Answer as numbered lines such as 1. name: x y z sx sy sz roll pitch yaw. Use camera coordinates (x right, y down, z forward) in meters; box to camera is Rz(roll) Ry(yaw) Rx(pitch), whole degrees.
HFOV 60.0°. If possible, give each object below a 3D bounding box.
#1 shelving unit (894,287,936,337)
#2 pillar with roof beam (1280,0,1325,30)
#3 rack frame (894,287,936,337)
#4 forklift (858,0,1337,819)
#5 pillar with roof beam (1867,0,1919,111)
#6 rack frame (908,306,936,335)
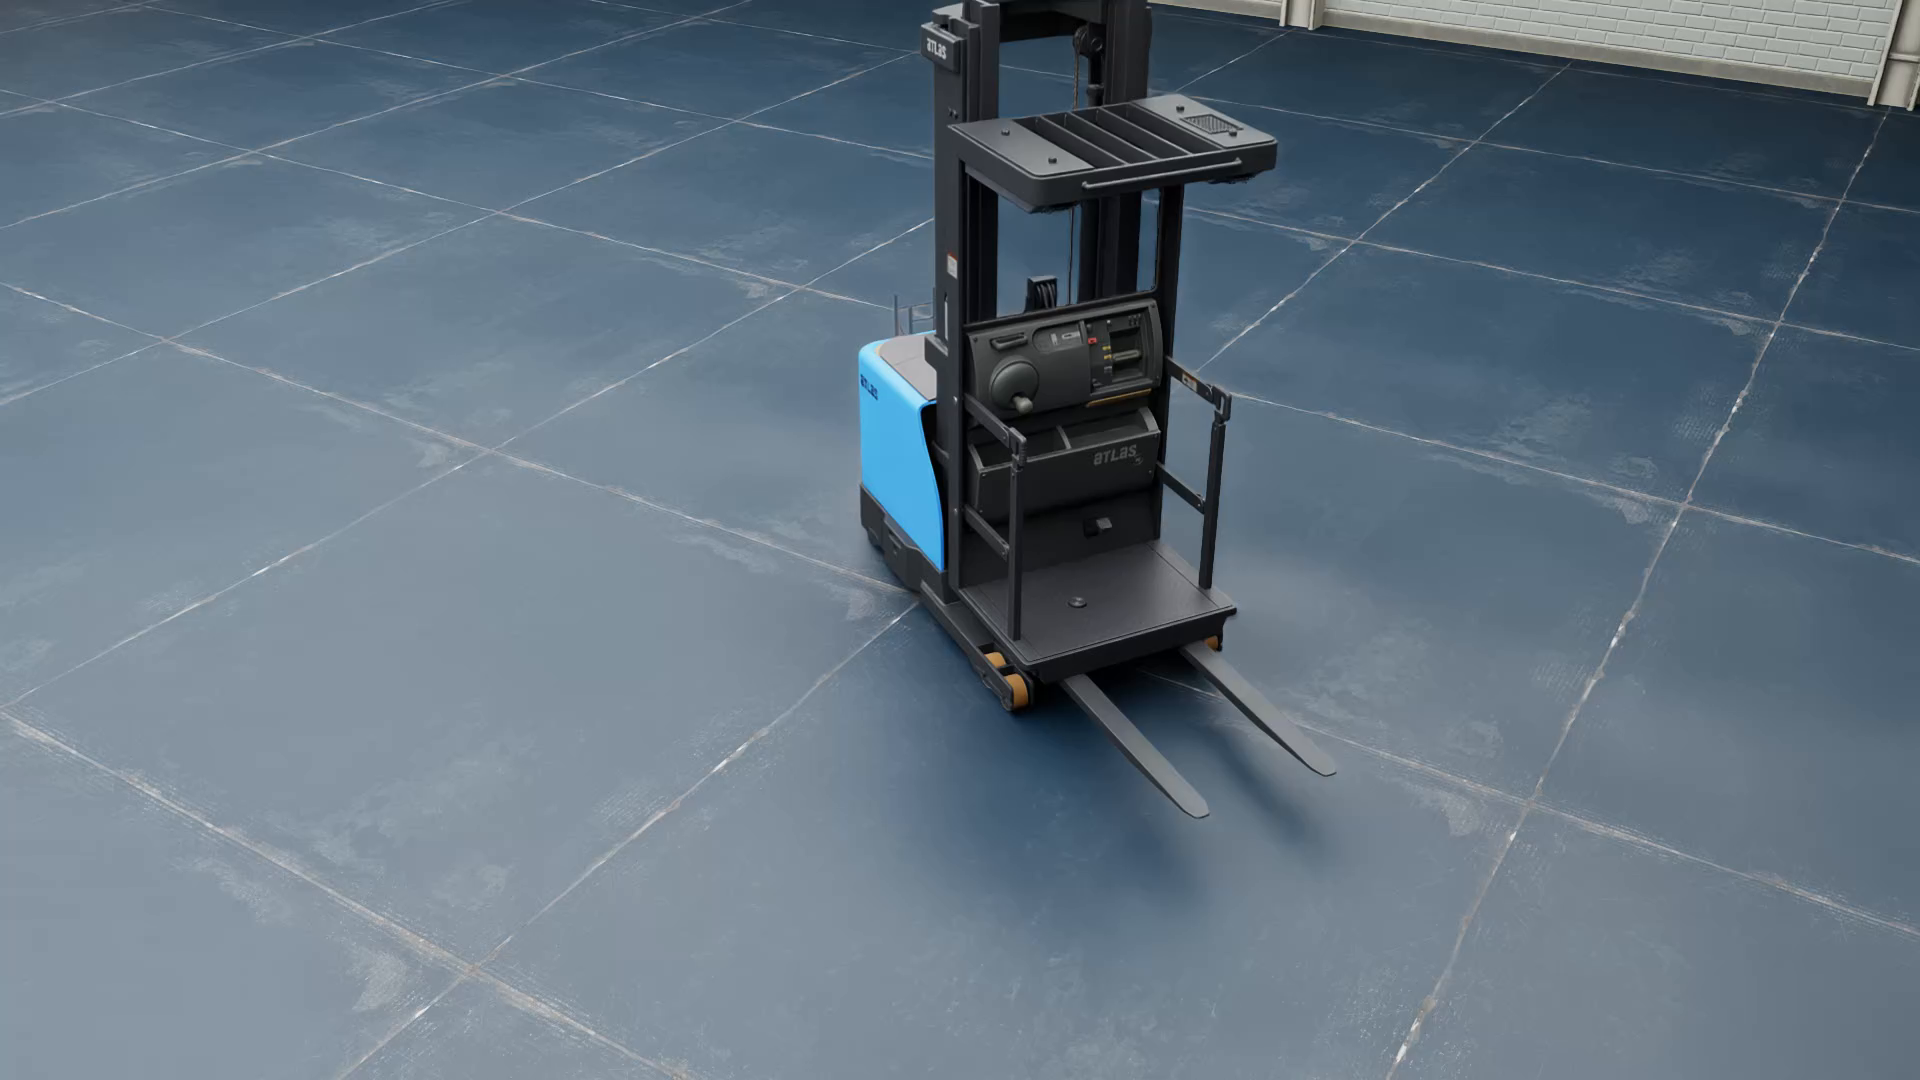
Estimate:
1. shelving unit: -0.192 -0.723 8.799 0.258 1.200 0.189 -14 33 -22
2. pillar with roof beam: 1.538 -7.826 13.234 0.400 9.000 9.100 18 35 27
3. rack frame: -0.232 -0.765 8.870 0.240 1.200 0.006 -14 33 -22
4. forklift: 0.568 -0.753 7.132 1.130 2.935 3.031 -14 33 -22
5. pillar with roof beam: 6.620 -6.218 10.479 0.400 9.000 9.100 18 35 27
6. rack frame: -0.153 -0.681 8.727 0.240 1.200 0.006 -14 33 -22
